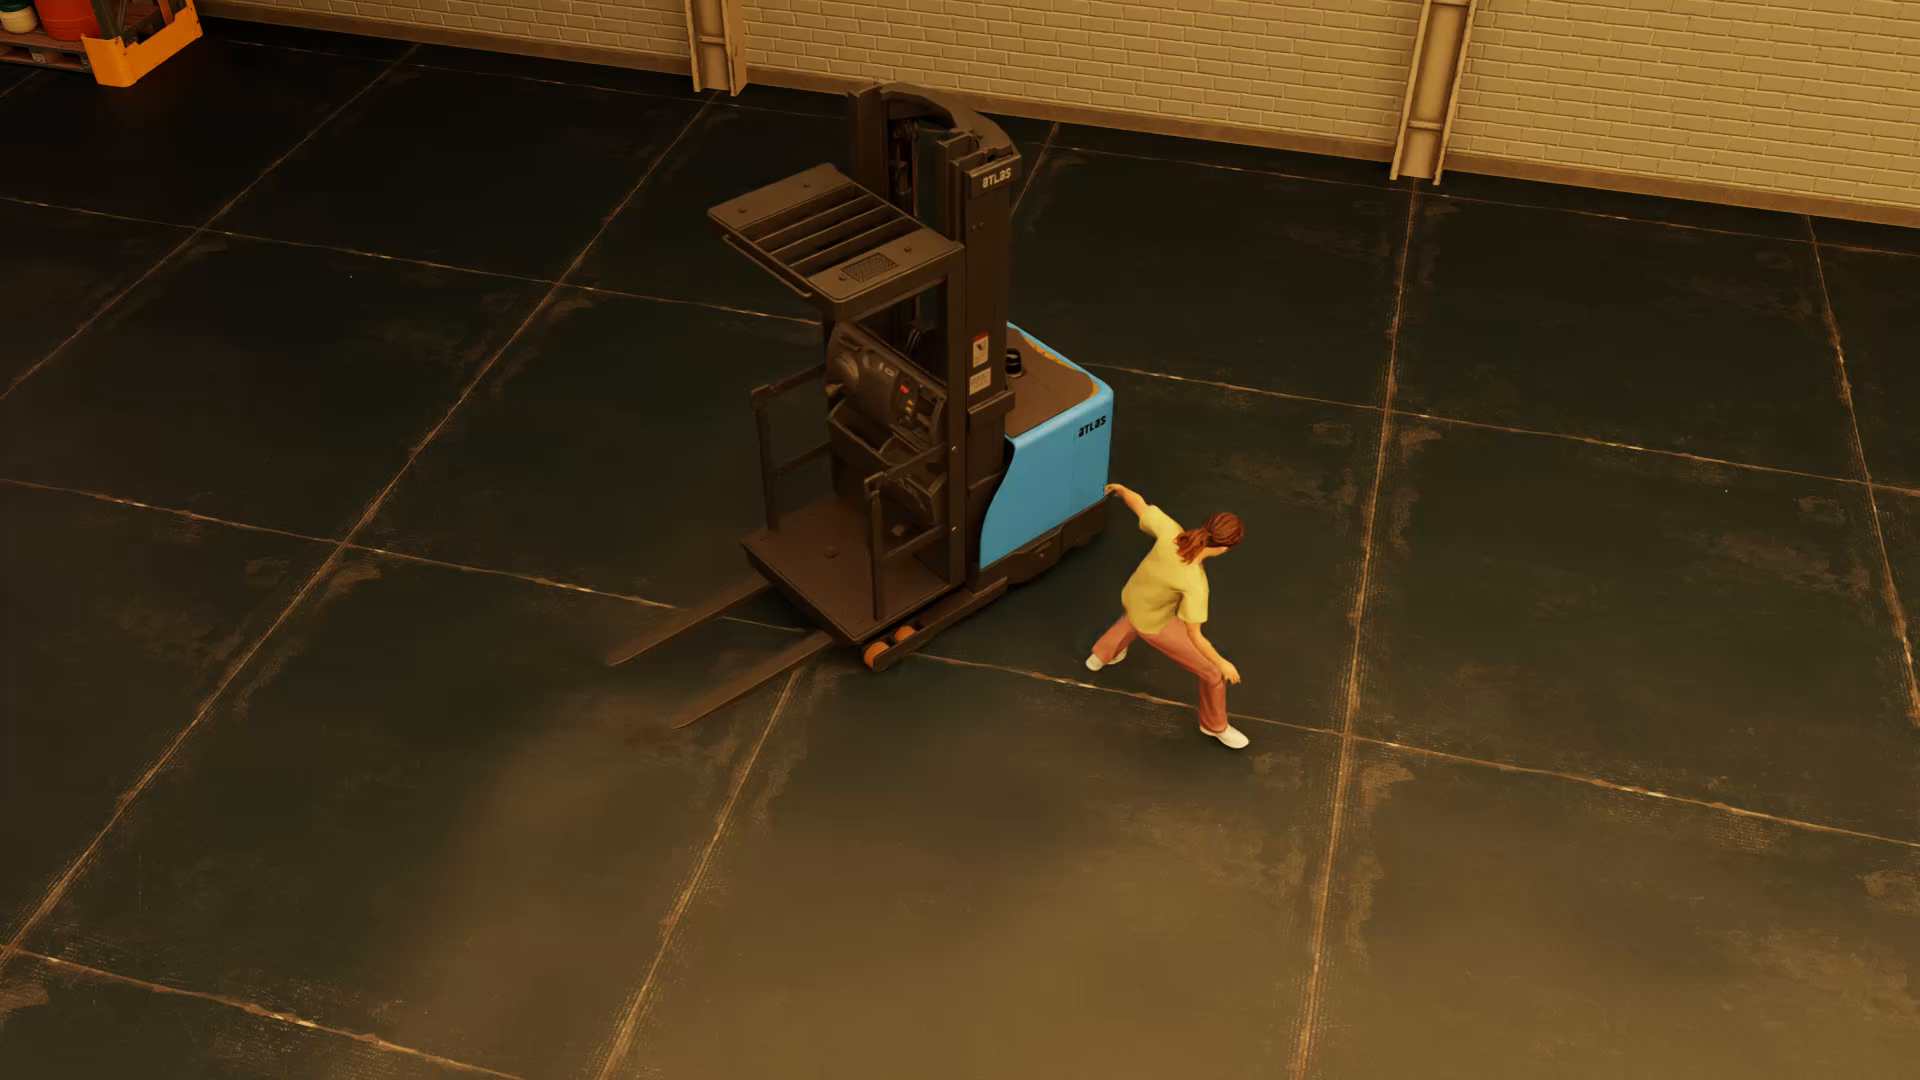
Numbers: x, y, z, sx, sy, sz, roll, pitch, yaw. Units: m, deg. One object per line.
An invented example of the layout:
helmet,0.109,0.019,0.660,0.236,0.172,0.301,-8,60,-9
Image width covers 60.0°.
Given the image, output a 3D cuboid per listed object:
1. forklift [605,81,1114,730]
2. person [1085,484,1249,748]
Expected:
forklift,-0.558,-0.765,8.734,3.031,2.935,1.130,-29,49,-29
person,1.062,0.325,8.646,0.704,1.406,1.067,-10,42,-11
